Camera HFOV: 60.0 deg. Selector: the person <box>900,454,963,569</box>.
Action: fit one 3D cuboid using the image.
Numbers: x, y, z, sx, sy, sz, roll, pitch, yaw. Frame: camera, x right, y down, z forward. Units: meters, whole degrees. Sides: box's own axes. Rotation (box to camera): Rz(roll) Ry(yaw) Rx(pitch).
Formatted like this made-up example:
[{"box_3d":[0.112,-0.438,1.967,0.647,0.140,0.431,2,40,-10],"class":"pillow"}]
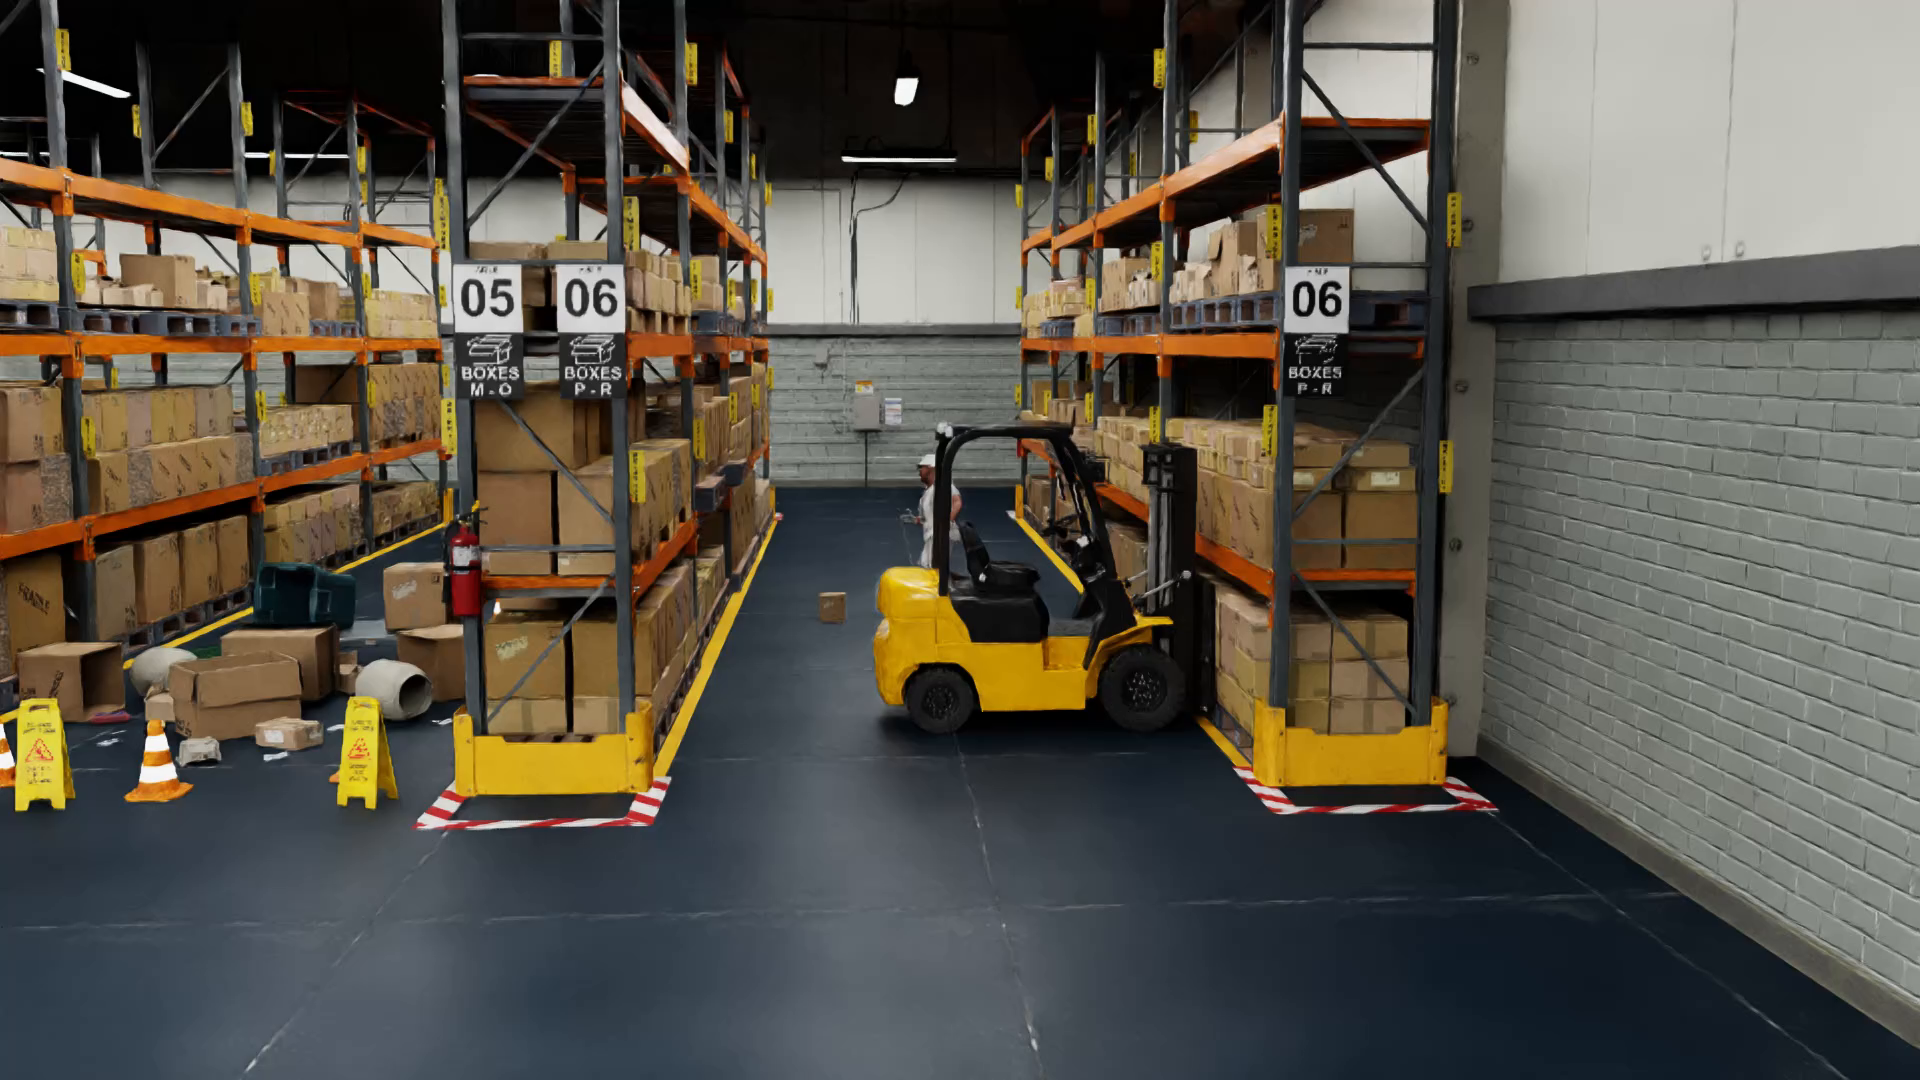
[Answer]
[{"box_3d":[-0.278,0.017,16.041,0.573,1.661,0.941,-2,7,-14],"class":"person"}]
